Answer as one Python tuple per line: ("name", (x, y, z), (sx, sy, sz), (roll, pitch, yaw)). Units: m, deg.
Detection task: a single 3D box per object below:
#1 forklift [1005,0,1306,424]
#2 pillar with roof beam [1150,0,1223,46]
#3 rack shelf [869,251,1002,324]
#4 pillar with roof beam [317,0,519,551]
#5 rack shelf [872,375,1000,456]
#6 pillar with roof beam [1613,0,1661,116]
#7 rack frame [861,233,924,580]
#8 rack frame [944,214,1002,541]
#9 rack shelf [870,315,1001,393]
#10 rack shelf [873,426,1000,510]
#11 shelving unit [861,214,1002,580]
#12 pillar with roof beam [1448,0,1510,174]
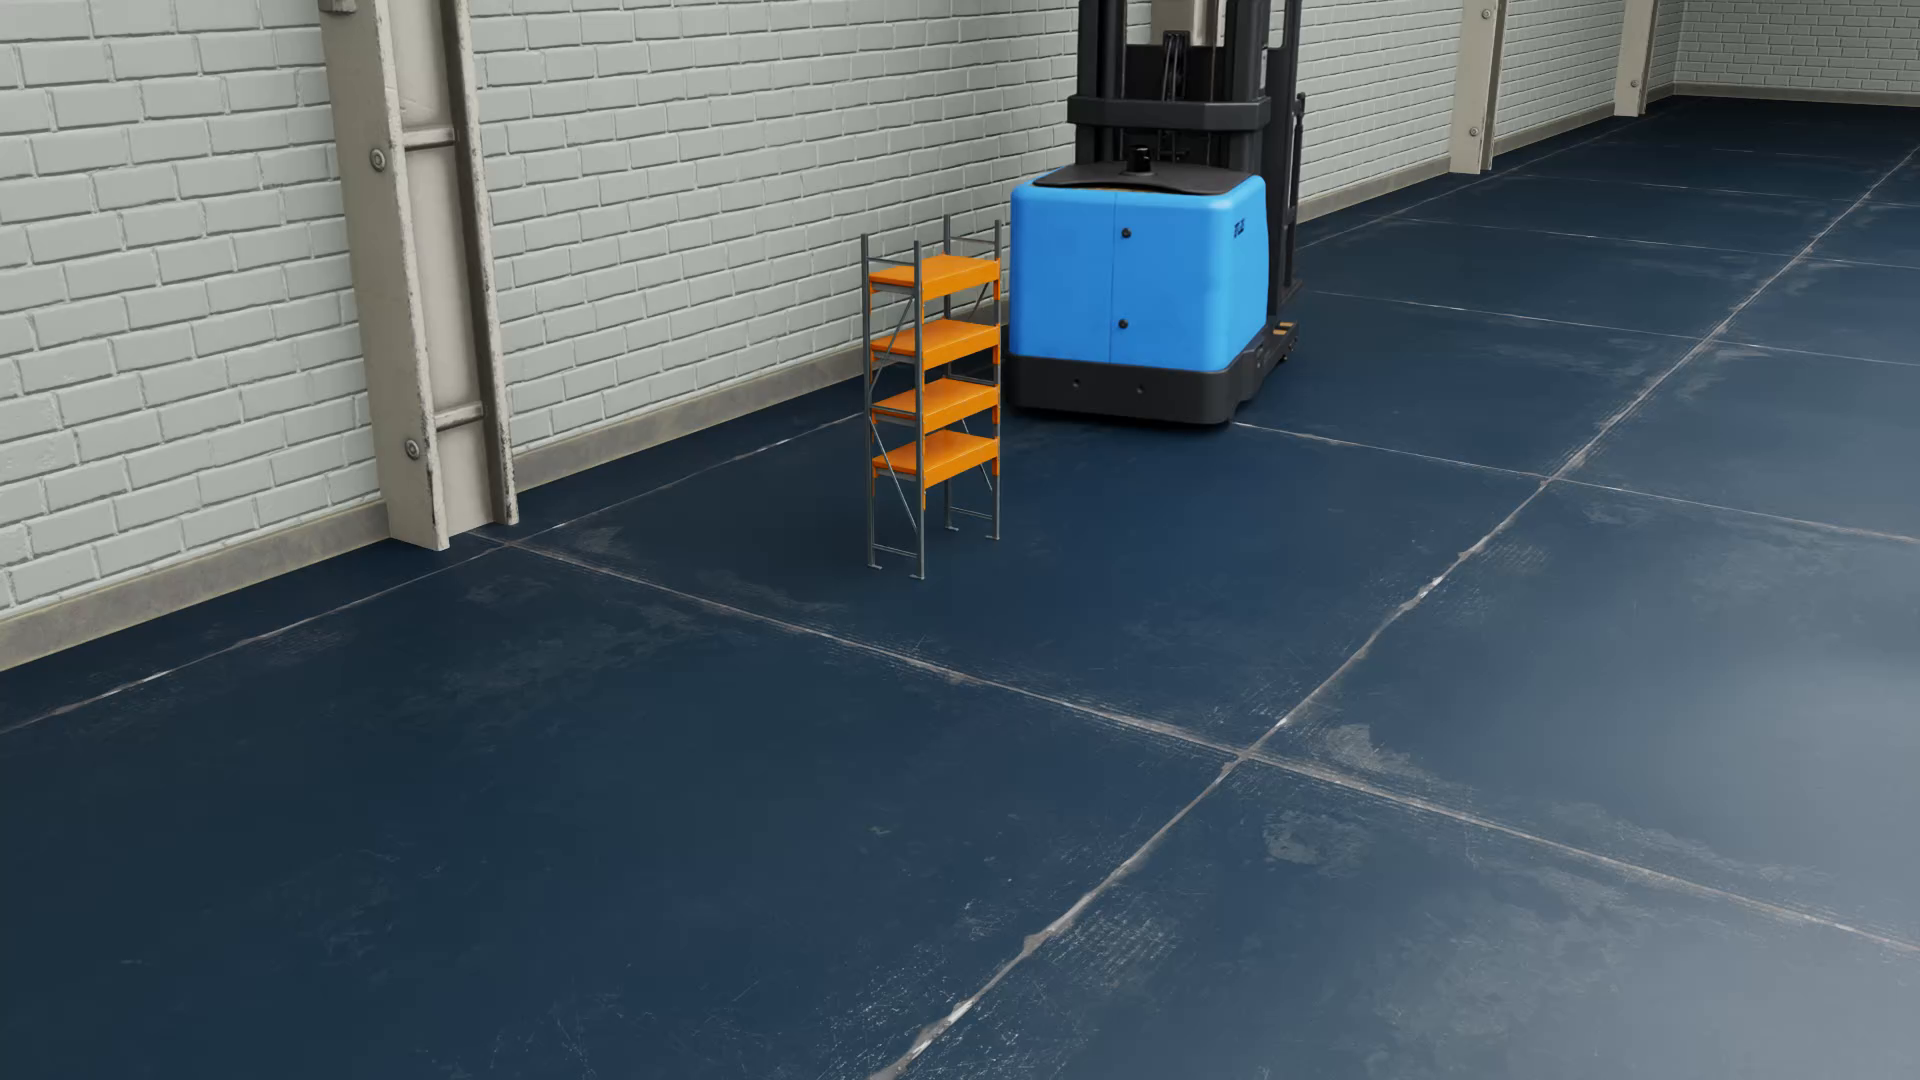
("forklift", (1.201, -2.370, 8.447), (1.130, 2.935, 3.031), (7, 22, 19))
("pillar with roof beam", (4.987, -5.148, 7.210), (9.100, 9.000, 0.400), (13, 24, 32))
("rack shelf", (-0.093, -0.884, 5.792), (0.258, 0.148, 0.480), (13, 24, 32))
("pillar with roof beam", (1.614, -3.426, 2.556), (9.100, 9.000, 0.400), (13, 24, 32))
("rack shelf", (-0.093, -0.452, 5.952), (0.258, 0.148, 0.480), (13, 24, 32))
("pillar with roof beam", (11.733, -8.591, 16.518), (9.100, 9.000, 0.400), (13, 24, 32))
("rack frame", (-0.230, -0.445, 5.739), (0.240, 1.200, 0.015), (13, 24, 32))
("rack frame", (0.044, -0.585, 6.118), (0.240, 1.200, 0.015), (13, 24, 32))
("rack shelf", (-0.093, -0.662, 5.874), (0.258, 0.148, 0.480), (13, 24, 32))
("rack shelf", (-0.093, -0.266, 6.021), (0.258, 0.148, 0.480), (13, 24, 32))
("shelving unit", (-0.093, -0.515, 5.928), (0.258, 1.200, 0.503), (13, 24, 32))
("pillar with roof beam", (8.360, -6.869, 11.864), (9.100, 9.000, 0.400), (13, 24, 32))
